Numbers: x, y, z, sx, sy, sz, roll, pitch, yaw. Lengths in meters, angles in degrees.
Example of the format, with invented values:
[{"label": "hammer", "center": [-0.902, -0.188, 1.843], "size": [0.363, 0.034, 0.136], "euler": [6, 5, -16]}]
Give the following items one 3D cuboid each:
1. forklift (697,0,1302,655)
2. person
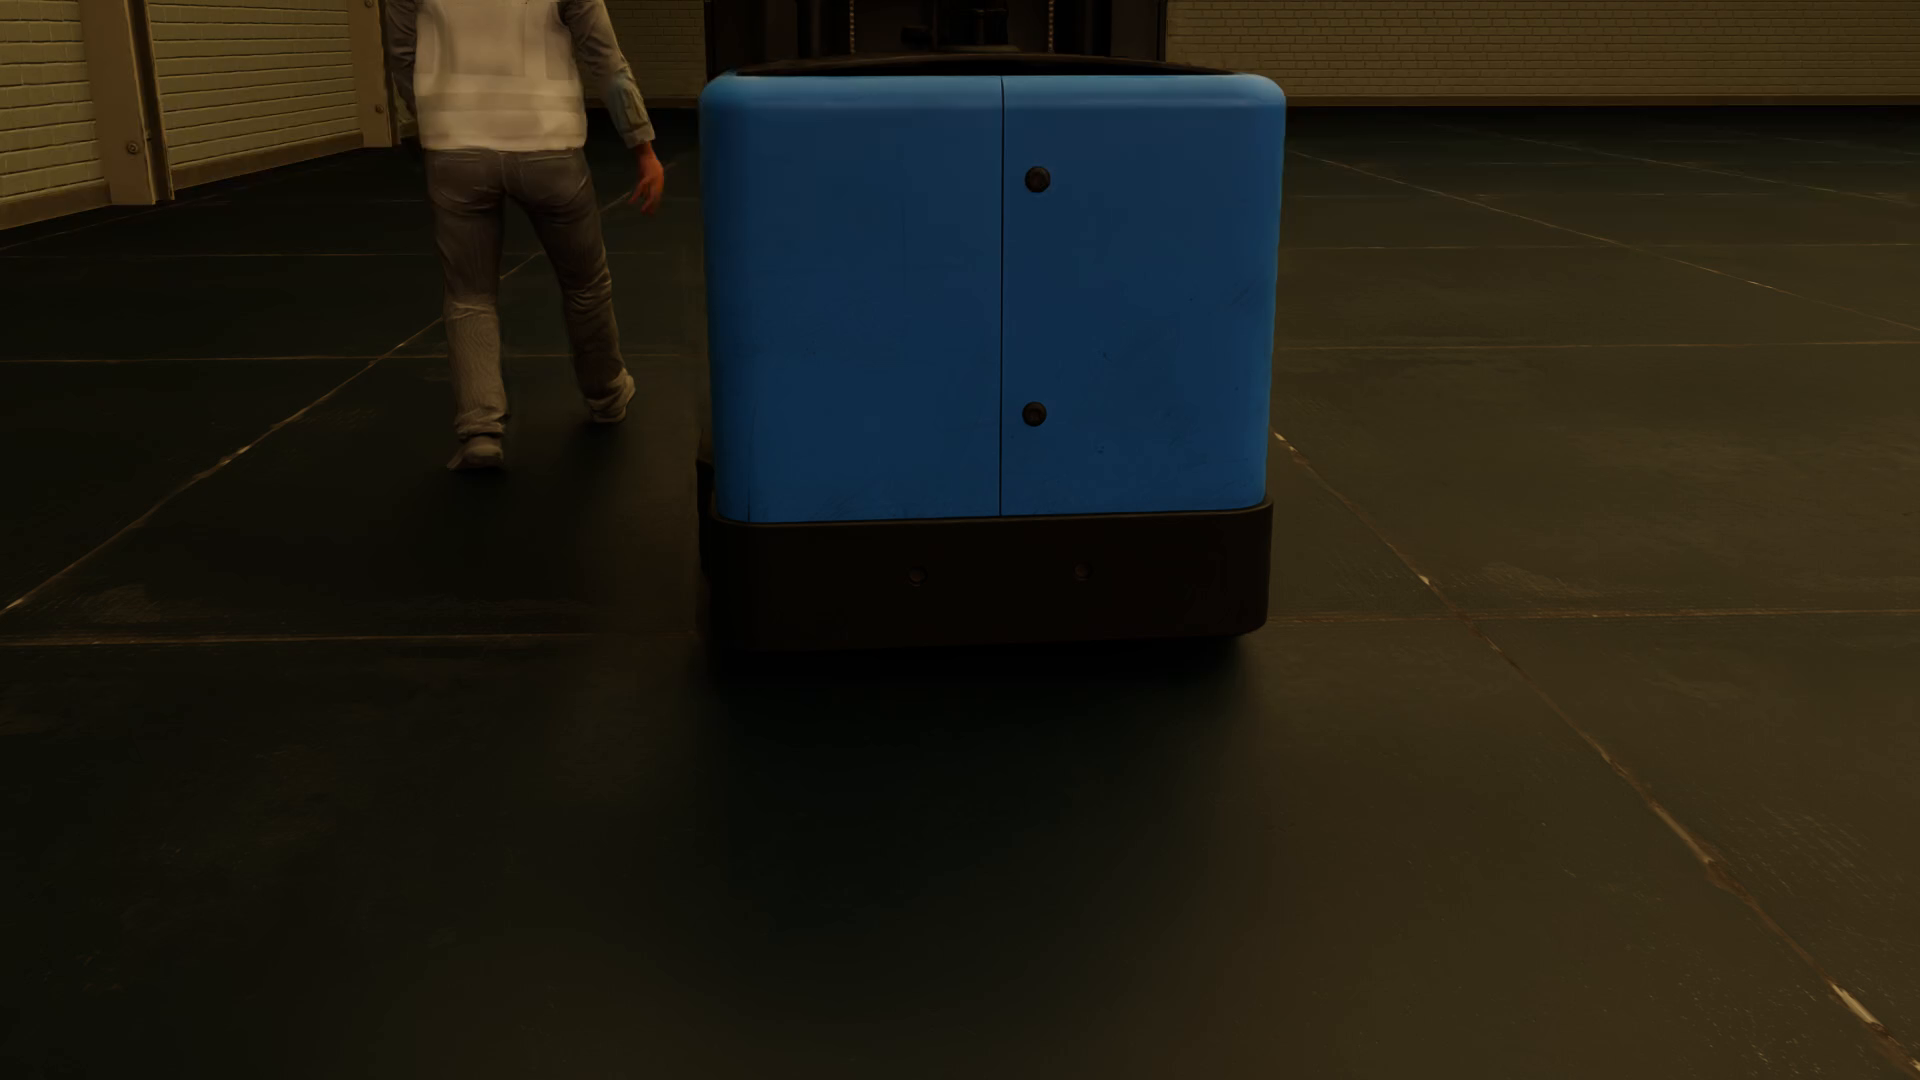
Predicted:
[{"label": "forklift", "center": [-0.109, -1.581, 4.076], "size": [1.130, 2.935, 3.031], "euler": [-2, 17, -8]}, {"label": "person", "center": [-1.192, -1.081, 4.666], "size": [0.704, 1.768, 0.860], "euler": [-3, 17, -9]}]
